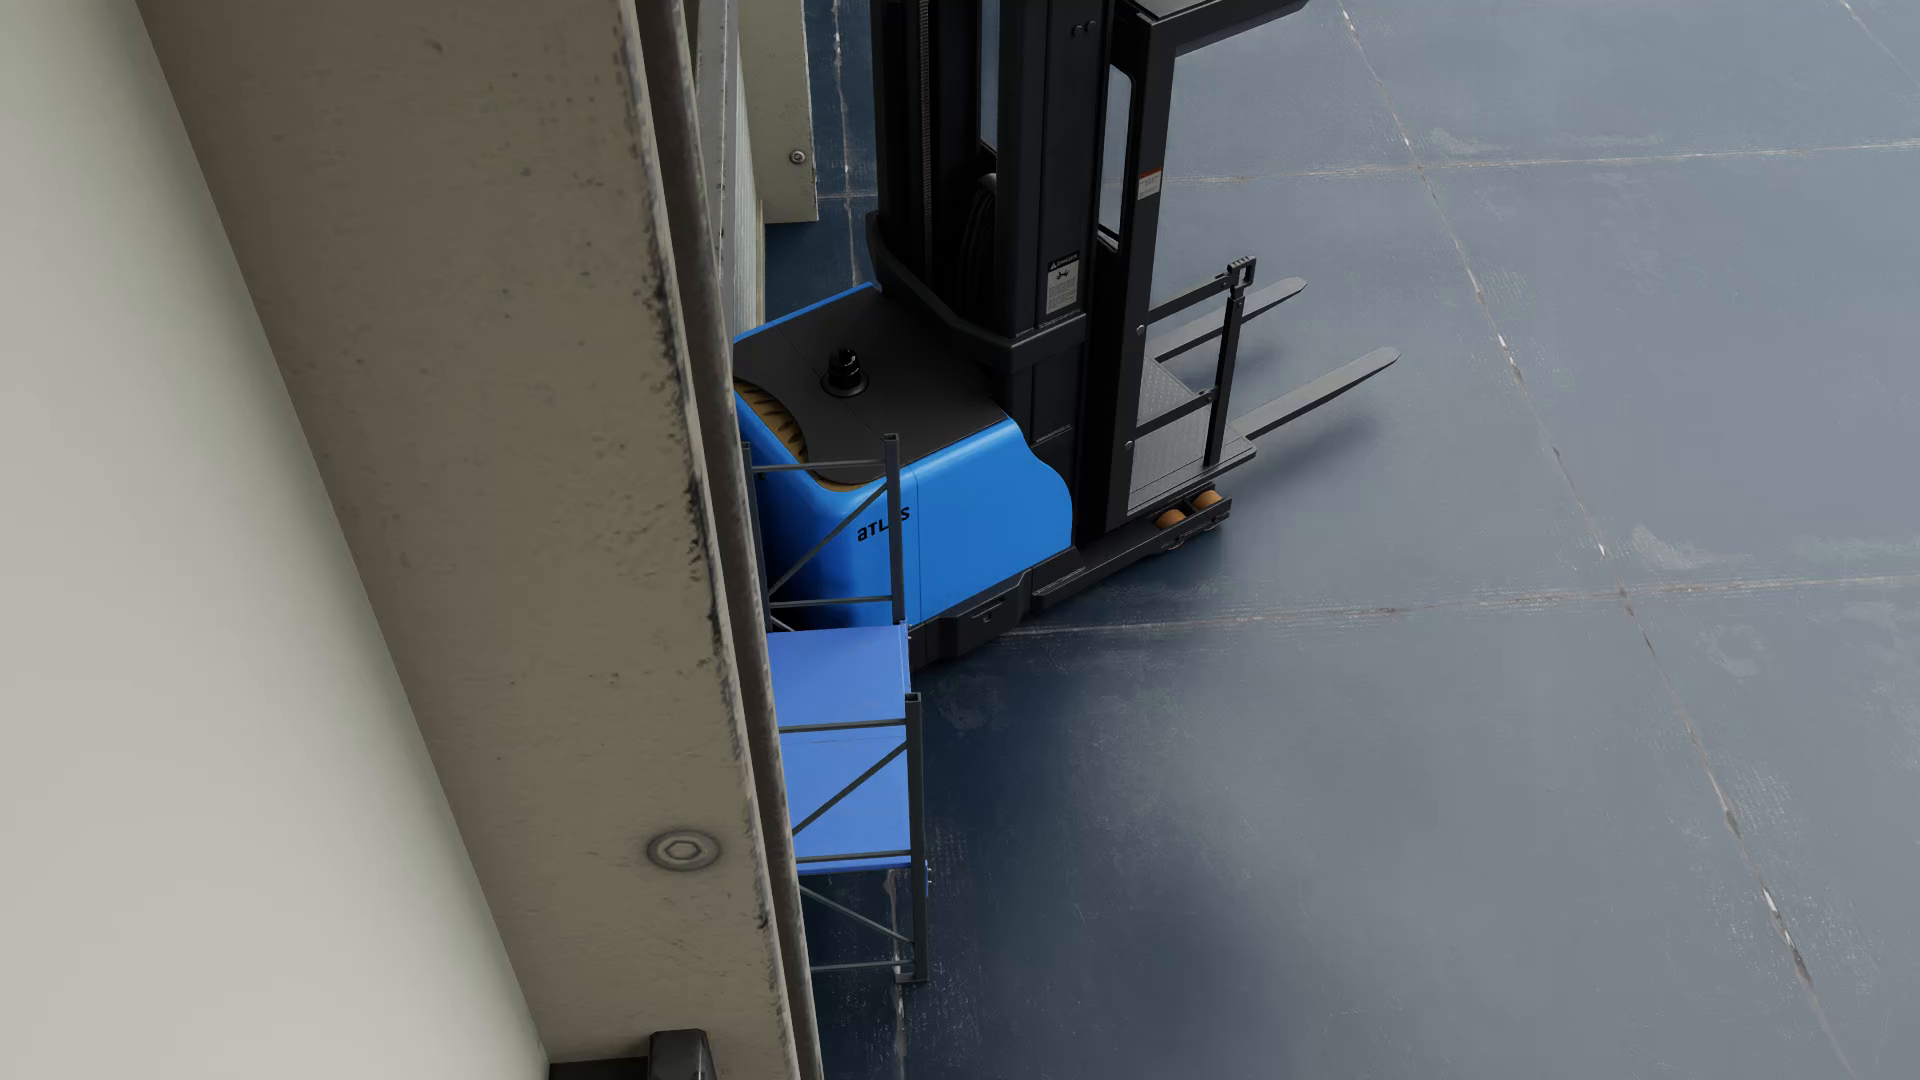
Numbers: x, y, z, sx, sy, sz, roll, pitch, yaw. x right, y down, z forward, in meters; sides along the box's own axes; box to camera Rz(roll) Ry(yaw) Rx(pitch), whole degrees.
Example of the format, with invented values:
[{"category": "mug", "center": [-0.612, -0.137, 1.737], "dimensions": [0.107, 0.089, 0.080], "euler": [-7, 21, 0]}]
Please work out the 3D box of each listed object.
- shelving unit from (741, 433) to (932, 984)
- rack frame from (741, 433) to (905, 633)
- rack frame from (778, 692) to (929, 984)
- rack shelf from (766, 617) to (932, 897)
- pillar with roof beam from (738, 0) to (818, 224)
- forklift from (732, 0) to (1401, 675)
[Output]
[{"category": "shelving unit", "center": [-0.396, 0.580, 5.304], "dimensions": [0.538, 1.500, 1.048], "euler": [-3, 47, -3]}, {"category": "rack frame", "center": [-0.439, 0.213, 5.652], "dimensions": [0.500, 1.500, 0.032], "euler": [-3, 47, -3]}, {"category": "rack frame", "center": [-0.354, 0.948, 4.956], "dimensions": [0.500, 1.500, 0.032], "euler": [-3, 47, -3]}, {"category": "rack shelf", "center": [-0.396, 0.704, 5.434], "dimensions": [0.538, 0.185, 1.000], "euler": [-3, 47, -3]}, {"category": "pillar with roof beam", "center": [3.402, -5.106, 5.525], "dimensions": [9.100, 9.000, 0.400], "euler": [-3, 47, -3]}, {"category": "forklift", "center": [0.515, -1.262, 6.063], "dimensions": [3.031, 2.935, 1.130], "euler": [-26, 52, -23]}]
